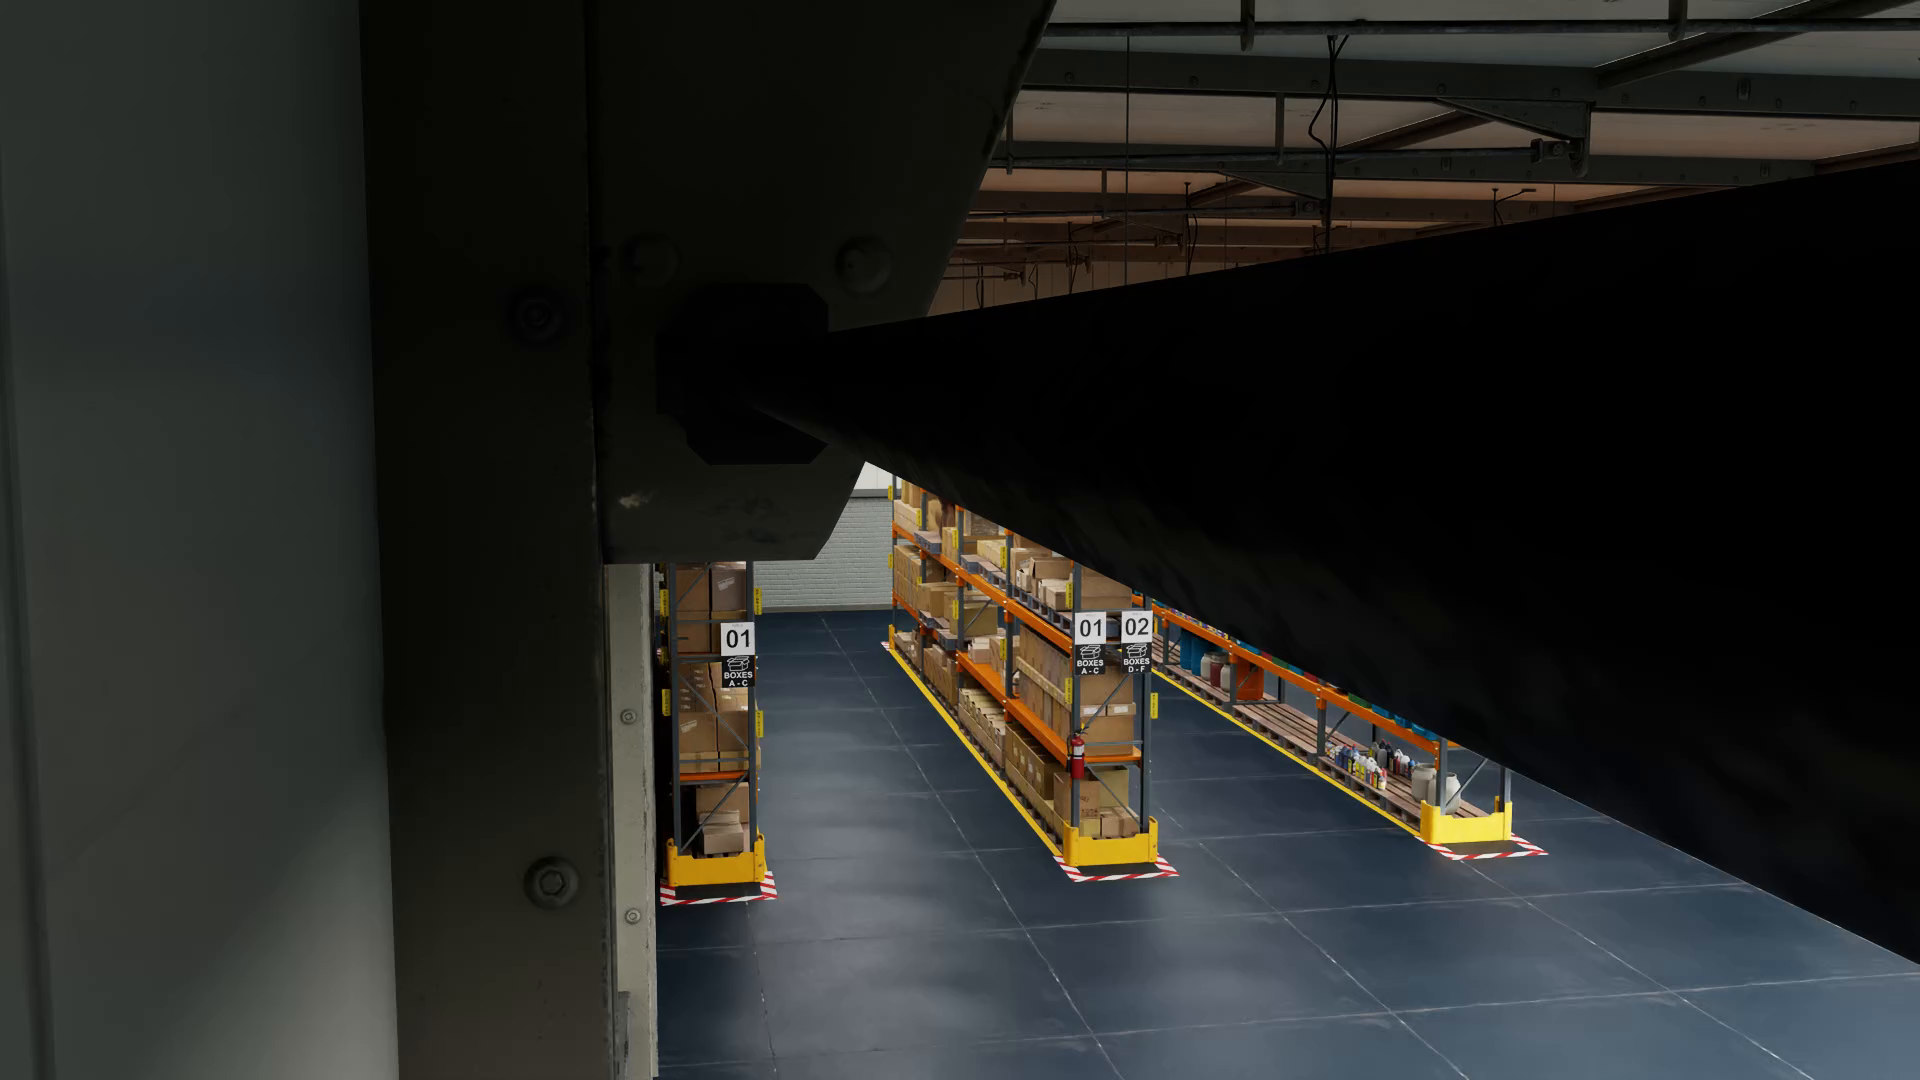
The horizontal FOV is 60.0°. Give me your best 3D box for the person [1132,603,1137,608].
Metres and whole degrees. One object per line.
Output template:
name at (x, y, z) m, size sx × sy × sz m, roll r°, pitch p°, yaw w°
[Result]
person at (4.008, 1.213, 39.732) m, size 0.931 × 1.607 × 0.646 m, roll 3°, pitch 7°, yaw 23°
